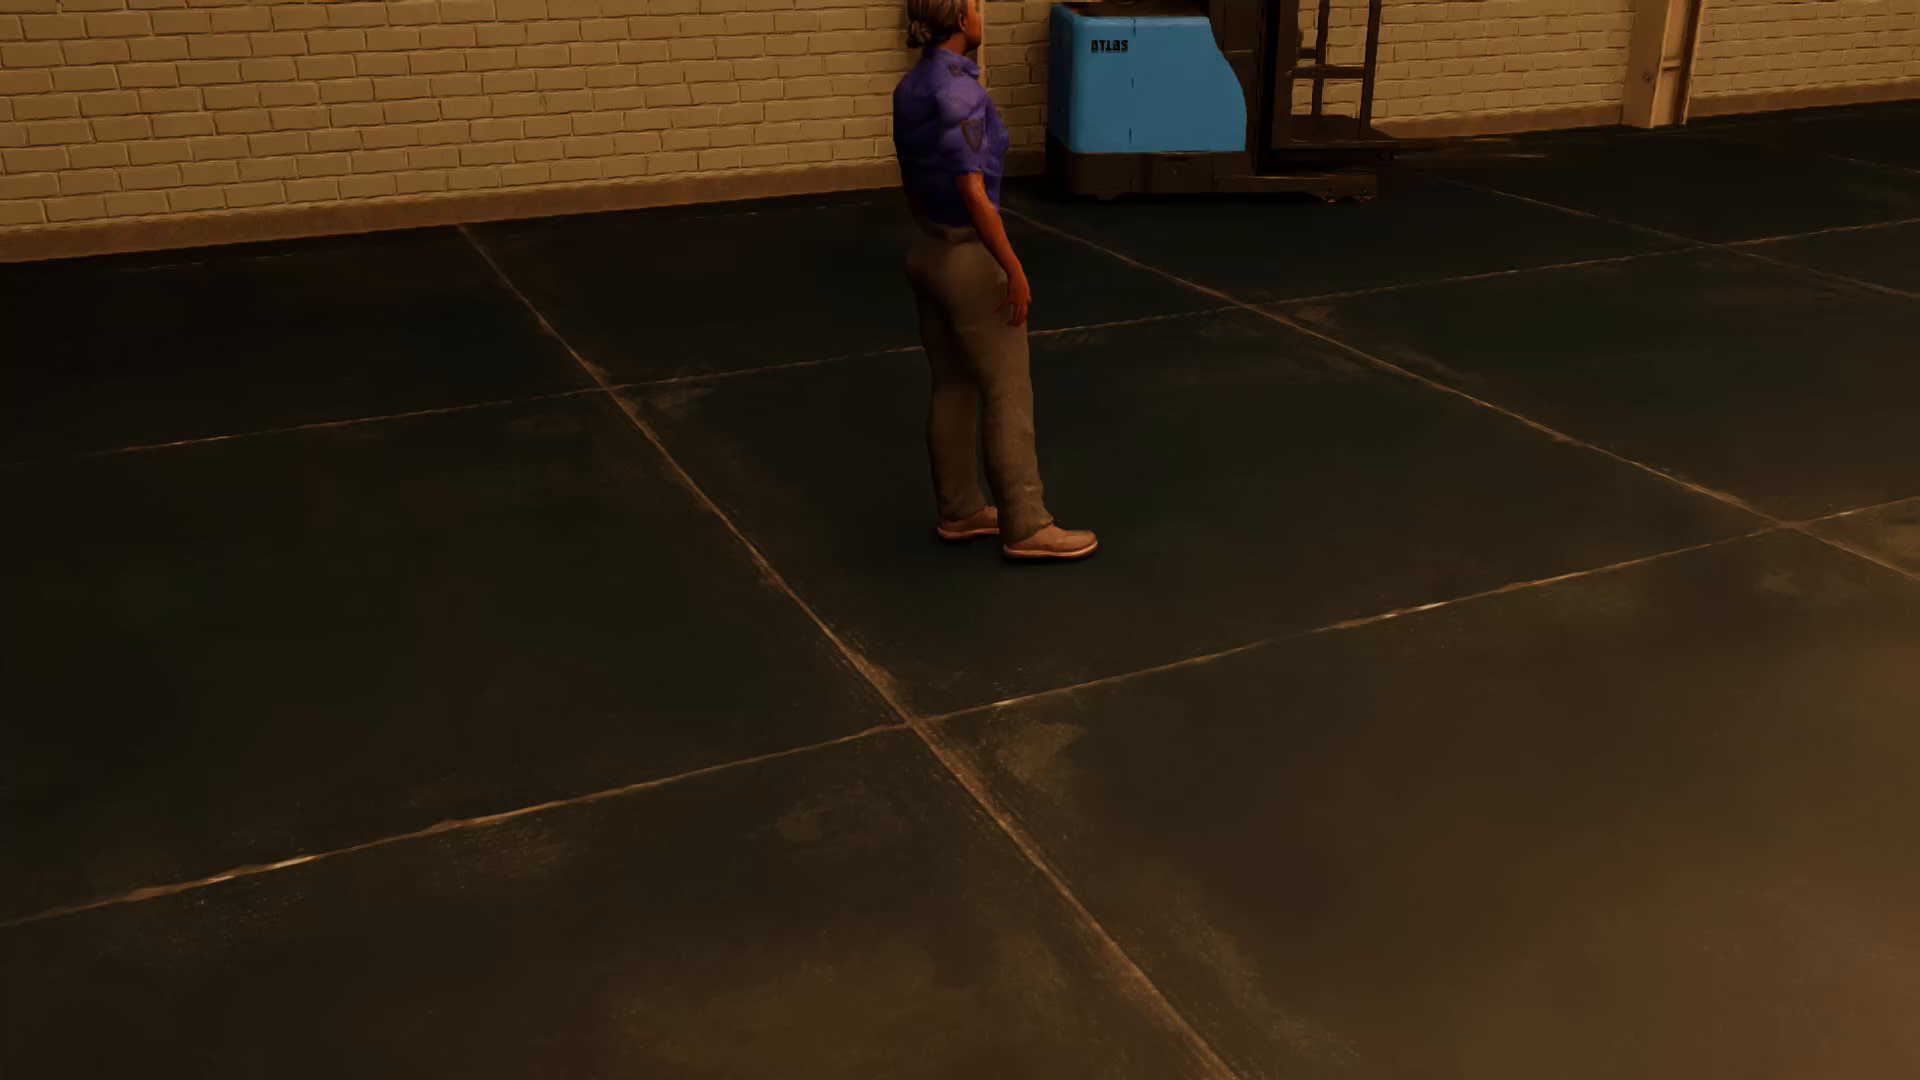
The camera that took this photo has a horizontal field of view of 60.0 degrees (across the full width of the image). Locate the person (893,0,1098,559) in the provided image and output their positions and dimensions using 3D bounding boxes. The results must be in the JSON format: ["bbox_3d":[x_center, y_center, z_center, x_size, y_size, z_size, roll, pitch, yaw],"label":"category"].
[{"bbox_3d":[0.088,-0.778,4.805,0.503,1.654,0.570,-10,25,-23],"label":"person"}]

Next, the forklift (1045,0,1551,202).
[{"bbox_3d":[2.095,-3.586,9.918,3.031,2.935,1.130,-2,23,-5],"label":"forklift"}]
